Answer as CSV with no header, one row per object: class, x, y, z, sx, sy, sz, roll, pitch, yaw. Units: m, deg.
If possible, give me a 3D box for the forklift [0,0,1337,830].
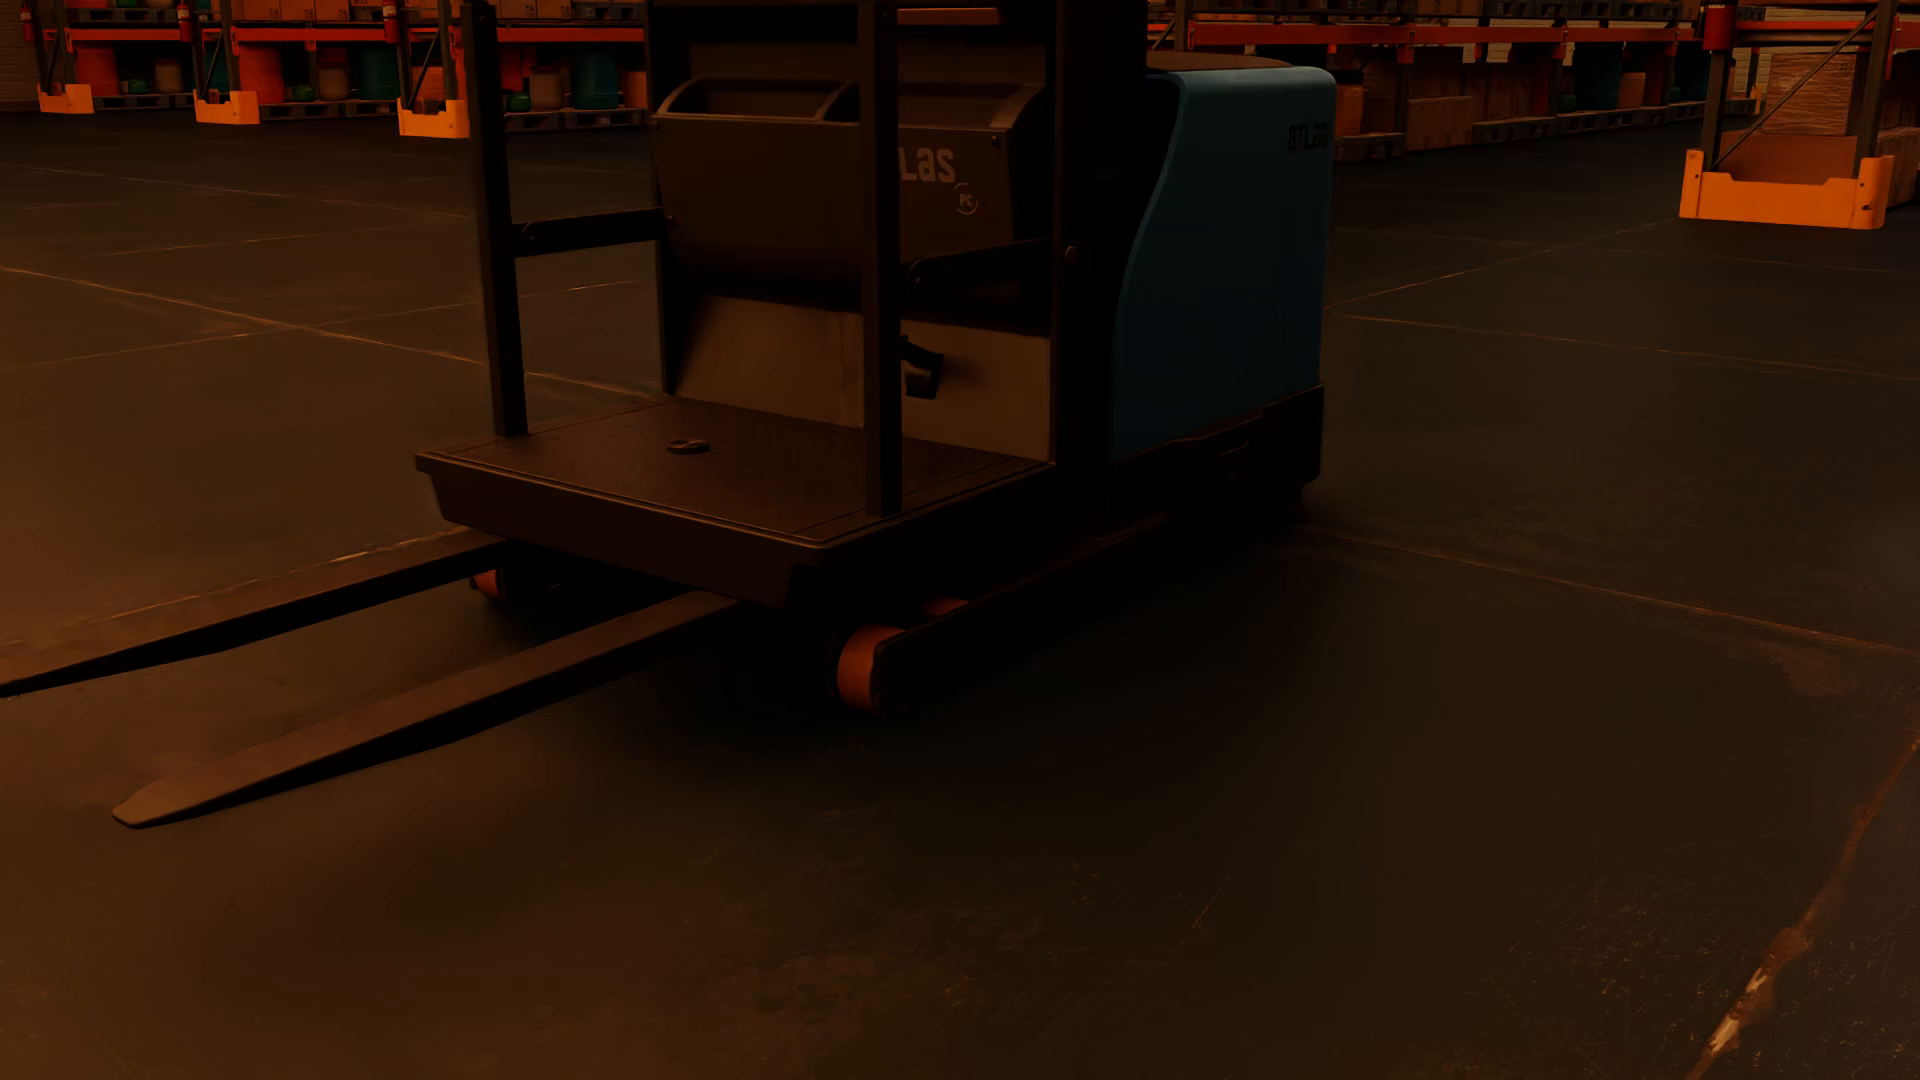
forklift,-0.368,-1.251,3.016,1.130,2.935,3.031,12,21,35
